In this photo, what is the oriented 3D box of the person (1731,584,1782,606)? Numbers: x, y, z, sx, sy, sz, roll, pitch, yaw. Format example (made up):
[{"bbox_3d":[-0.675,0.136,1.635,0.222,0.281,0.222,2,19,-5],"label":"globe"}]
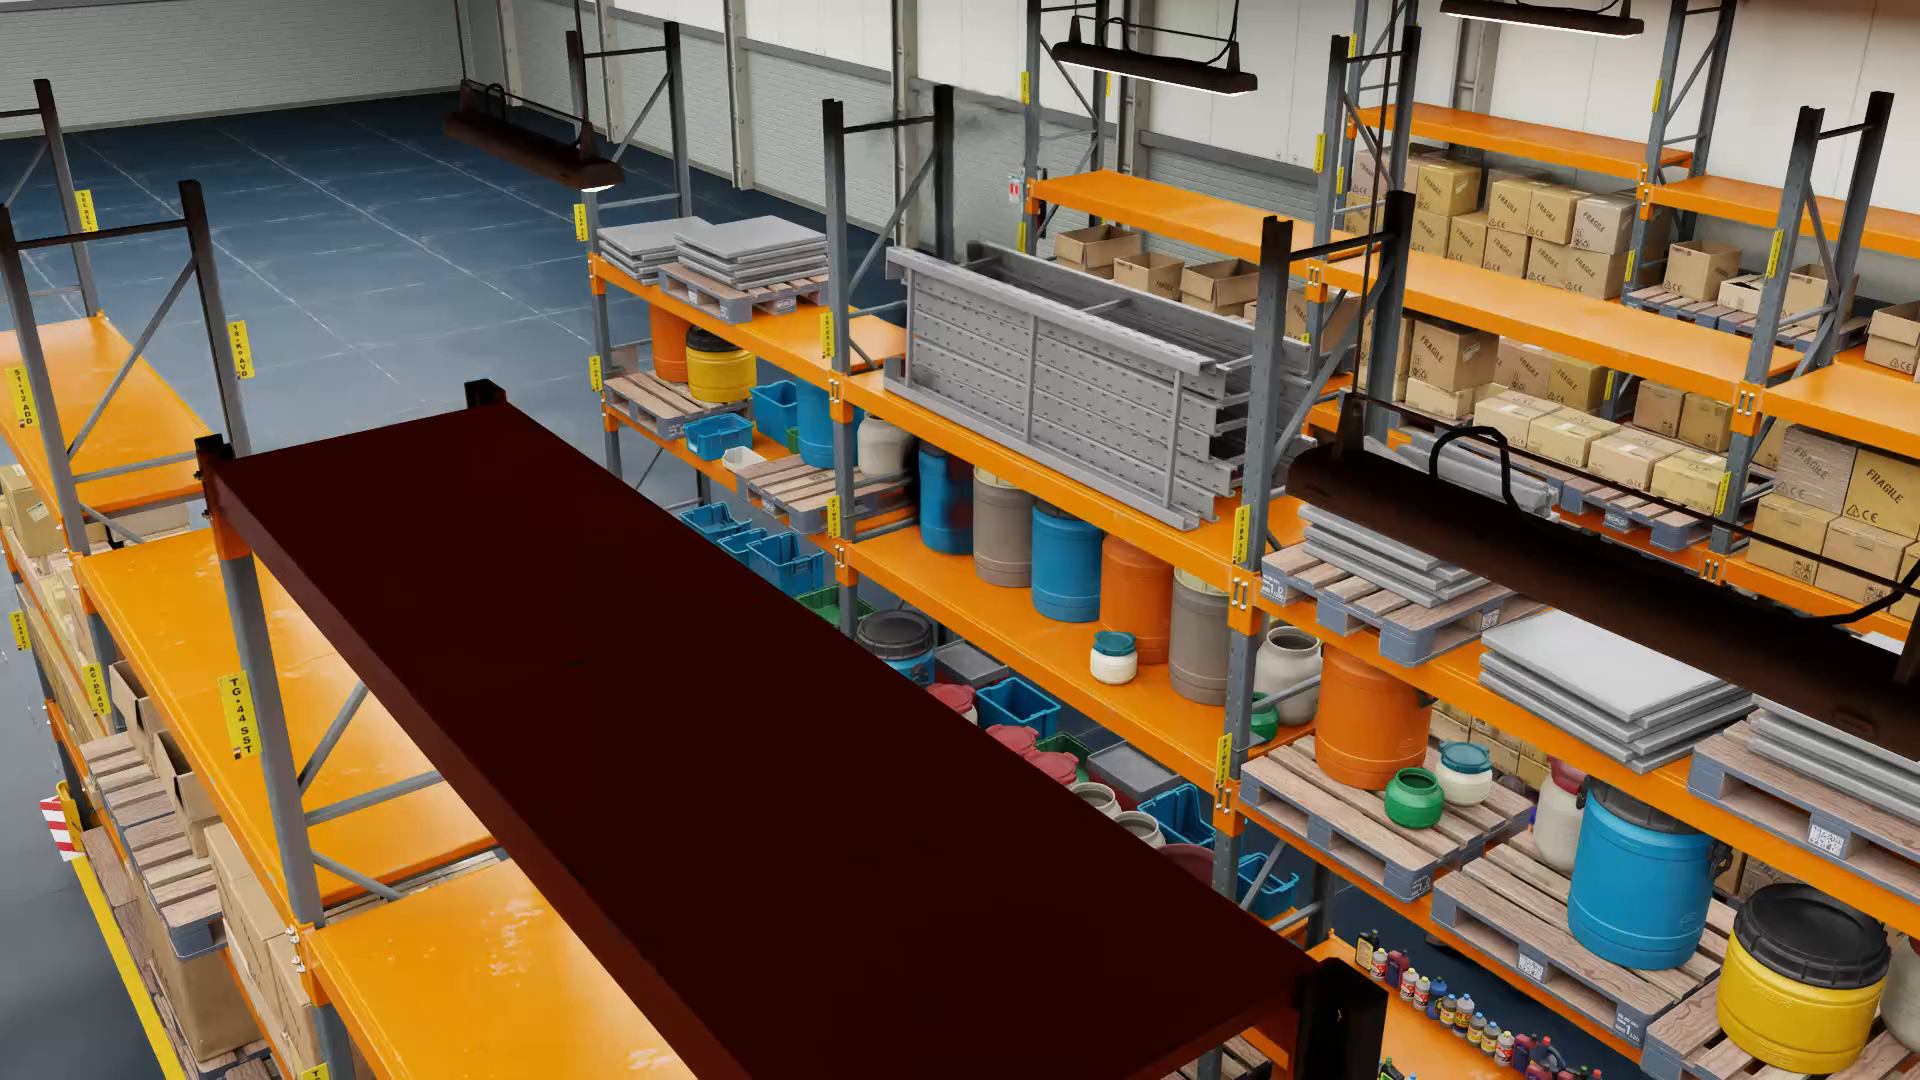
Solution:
[{"bbox_3d":[7.137,0.801,15.126,0.773,1.847,0.648,19,31,35],"label":"person"}]

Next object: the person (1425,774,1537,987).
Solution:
[{"bbox_3d":[3.819,2.421,11.848,0.926,1.558,0.553,20,31,36],"label":"person"}]
